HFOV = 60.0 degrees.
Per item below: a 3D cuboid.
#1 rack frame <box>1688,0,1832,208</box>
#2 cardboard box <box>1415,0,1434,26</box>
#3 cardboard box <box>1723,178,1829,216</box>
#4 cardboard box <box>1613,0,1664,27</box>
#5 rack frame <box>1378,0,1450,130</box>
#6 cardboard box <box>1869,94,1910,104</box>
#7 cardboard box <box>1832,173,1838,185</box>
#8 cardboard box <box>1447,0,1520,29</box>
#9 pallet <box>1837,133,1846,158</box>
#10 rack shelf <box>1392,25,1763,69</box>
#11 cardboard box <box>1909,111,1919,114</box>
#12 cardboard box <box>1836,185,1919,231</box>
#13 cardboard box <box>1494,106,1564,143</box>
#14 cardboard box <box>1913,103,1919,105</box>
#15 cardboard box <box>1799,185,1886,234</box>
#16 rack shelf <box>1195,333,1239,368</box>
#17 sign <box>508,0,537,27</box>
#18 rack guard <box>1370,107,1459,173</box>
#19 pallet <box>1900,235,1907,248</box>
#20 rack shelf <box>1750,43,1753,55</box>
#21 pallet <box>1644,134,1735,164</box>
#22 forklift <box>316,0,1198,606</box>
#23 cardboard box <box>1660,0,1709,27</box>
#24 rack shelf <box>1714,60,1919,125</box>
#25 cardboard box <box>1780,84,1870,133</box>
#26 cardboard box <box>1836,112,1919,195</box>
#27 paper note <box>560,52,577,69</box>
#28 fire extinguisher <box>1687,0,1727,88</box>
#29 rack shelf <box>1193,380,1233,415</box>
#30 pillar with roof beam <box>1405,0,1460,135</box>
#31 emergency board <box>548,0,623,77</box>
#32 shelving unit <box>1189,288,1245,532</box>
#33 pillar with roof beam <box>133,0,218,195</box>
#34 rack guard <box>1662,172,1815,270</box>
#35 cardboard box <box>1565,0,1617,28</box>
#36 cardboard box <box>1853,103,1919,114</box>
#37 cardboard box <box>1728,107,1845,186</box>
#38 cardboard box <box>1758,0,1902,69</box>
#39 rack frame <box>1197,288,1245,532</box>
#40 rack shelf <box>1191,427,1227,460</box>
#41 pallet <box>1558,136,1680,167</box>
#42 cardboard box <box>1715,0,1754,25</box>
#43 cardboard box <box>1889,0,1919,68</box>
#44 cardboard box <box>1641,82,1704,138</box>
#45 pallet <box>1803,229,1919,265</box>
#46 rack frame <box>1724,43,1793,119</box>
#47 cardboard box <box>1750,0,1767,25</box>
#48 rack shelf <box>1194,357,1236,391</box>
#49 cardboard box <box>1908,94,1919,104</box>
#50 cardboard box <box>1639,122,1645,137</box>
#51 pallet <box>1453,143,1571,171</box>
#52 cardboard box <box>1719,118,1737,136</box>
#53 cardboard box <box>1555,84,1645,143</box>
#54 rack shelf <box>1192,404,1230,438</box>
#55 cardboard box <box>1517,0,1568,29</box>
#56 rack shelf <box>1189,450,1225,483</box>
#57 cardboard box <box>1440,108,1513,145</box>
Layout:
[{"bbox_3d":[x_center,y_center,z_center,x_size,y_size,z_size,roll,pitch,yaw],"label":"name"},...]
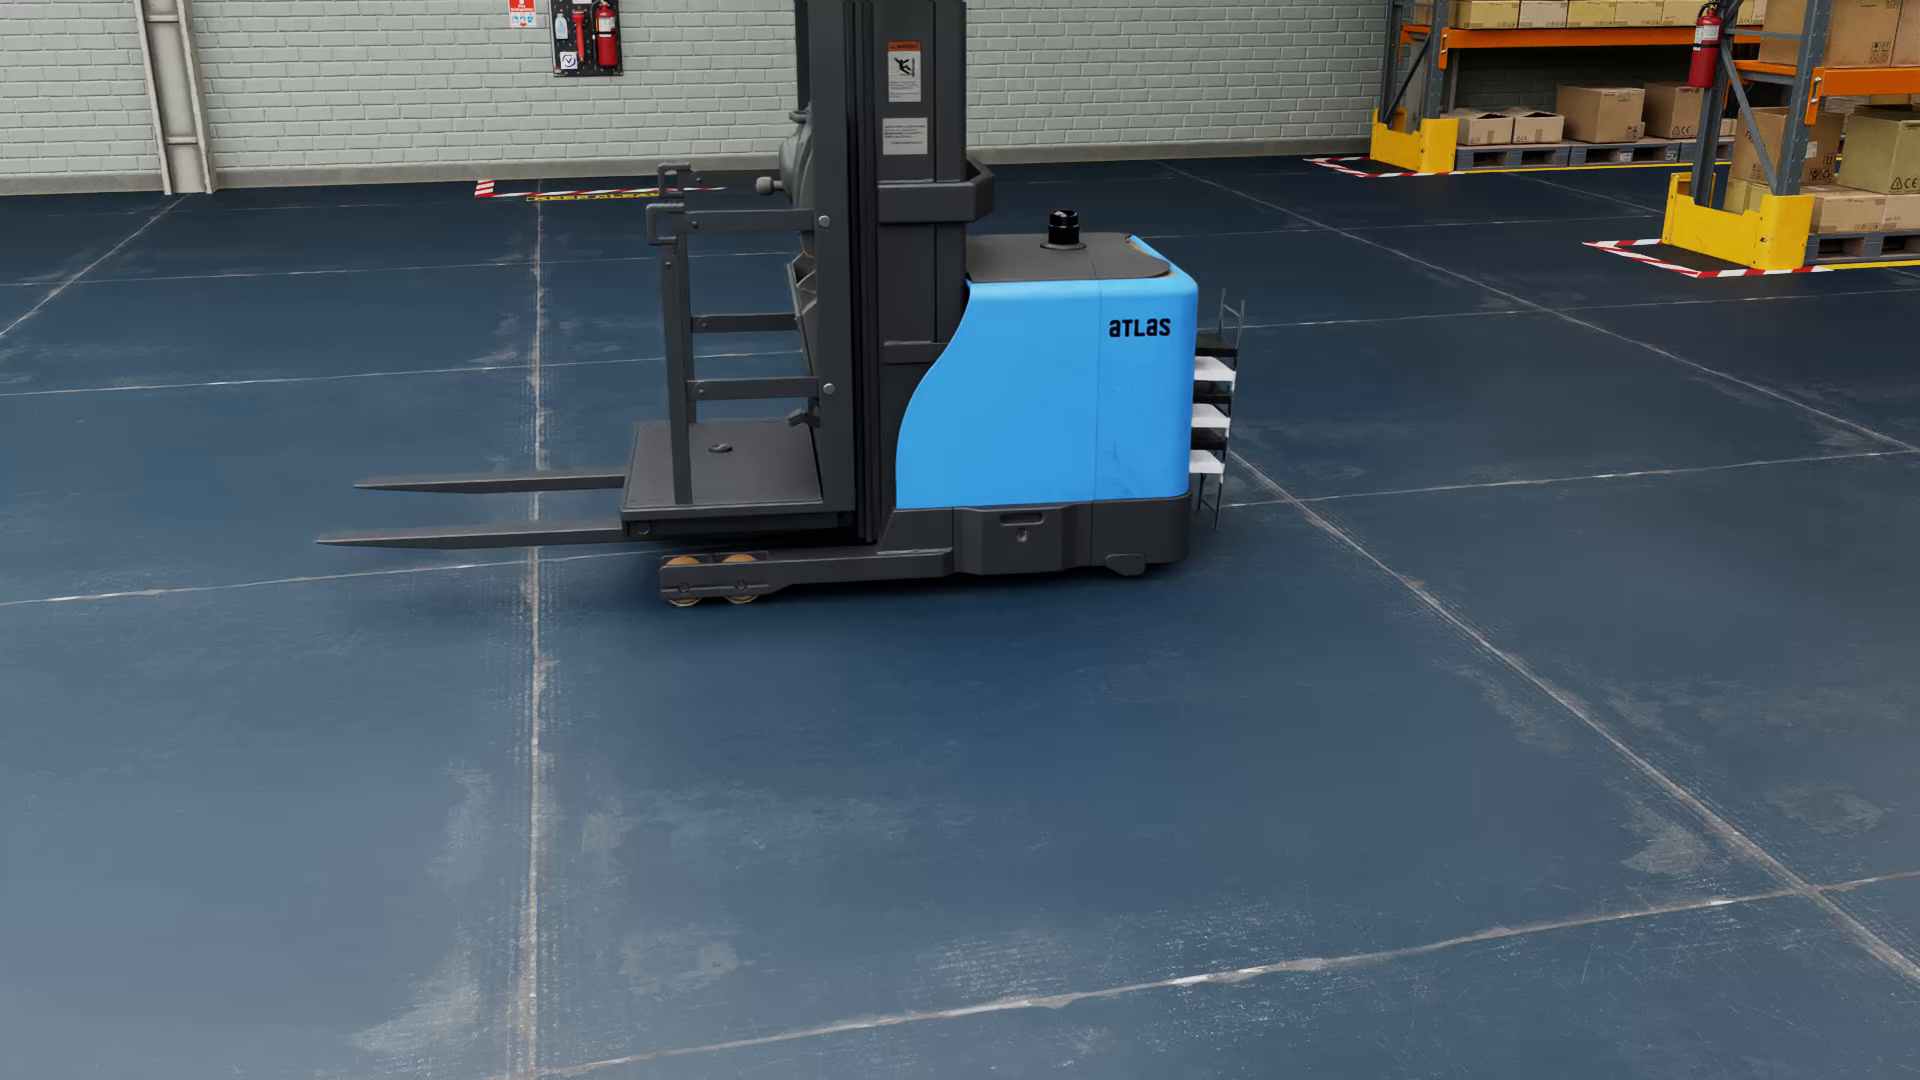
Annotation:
[{"bbox_3d":[5.520,-3.451,11.374,0.127,3.000,1.000,-5,21,-12],"label":"rack frame"},{"bbox_3d":[4.787,-5.150,16.201,0.500,0.250,0.500,-4,21,-12],"label":"cardboard box"},{"bbox_3d":[5.974,-2.498,12.161,0.500,0.250,0.500,-5,21,-12],"label":"cardboard box"},{"bbox_3d":[6.416,-5.104,16.075,0.500,0.250,0.500,-4,21,-12],"label":"cardboard box"},{"bbox_3d":[4.377,-5.109,15.900,0.127,3.000,1.000,-5,21,-12],"label":"rack frame"},{"bbox_3d":[9.473,-4.580,17.450,0.500,0.500,0.700,-5,21,-14],"label":"cardboard box"},{"bbox_3d":[6.458,-2.542,12.280,0.500,0.250,0.500,-5,21,-12],"label":"cardboard box"},{"bbox_3d":[4.925,-4.980,15.738,0.500,0.250,0.500,-5,21,-14],"label":"cardboard box"},{"bbox_3d":[9.027,-4.178,17.414,1.213,0.211,1.003,-5,21,-12],"label":"pallet"},{"bbox_3d":[6.323,-4.929,16.456,4.000,0.370,1.077,-5,21,-12],"label":"rack shelf"},{"bbox_3d":[7.063,-2.761,11.788,0.500,0.500,0.500,-5,21,-12],"label":"cardboard box"},{"bbox_3d":[6.579,-2.366,11.799,0.500,0.250,0.500,-5,21,-12],"label":"cardboard box"},{"bbox_3d":[5.626,-4.123,16.477,0.500,0.311,0.500,-3,20,-8],"label":"cardboard box"},{"bbox_3d":[7.430,-2.974,12.370,0.500,0.500,0.500,-5,21,-12],"label":"cardboard box"},{"bbox_3d":[6.093,-2.325,11.688,0.500,0.250,0.500,-5,21,-12],"label":"cardboard box"},{"bbox_3d":[0.911,-0.719,6.263,0.200,0.077,0.258,0,20,-11],"label":"rack shelf"},{"bbox_3d":[-3.956,-4.803,15.015,0.234,0.329,0.001,-5,21,-12],"label":"sign"},{"bbox_3d":[4.451,-3.941,16.346,0.348,0.500,1.175,-5,21,-12],"label":"rack guard"},{"bbox_3d":[7.440,-2.311,12.318,1.213,0.211,1.003,-5,21,-12],"label":"pallet"},{"bbox_3d":[10.216,-5.246,17.320,4.000,0.370,1.077,-5,21,-12],"label":"rack shelf"},{"bbox_3d":[7.624,-4.051,17.067,1.213,0.211,1.003,-5,21,-12],"label":"pallet"},{"bbox_3d":[-0.734,-1.343,5.719,3.031,2.935,1.130,-3,20,-7],"label":"forklift"},{"bbox_3d":[6.906,-5.144,16.184,0.500,0.250,0.500,-5,21,-13],"label":"cardboard box"},{"bbox_3d":[7.467,-3.271,11.930,4.000,0.370,1.077,-5,21,-12],"label":"rack shelf"},{"bbox_3d":[8.982,-4.522,17.293,0.500,0.500,0.700,-4,20,-11],"label":"cardboard box"},{"bbox_3d":[6.580,-2.717,11.668,0.500,0.500,0.500,-5,21,-12],"label":"cardboard box"},{"bbox_3d":[-3.582,-4.391,15.223,0.142,0.148,0.016,-5,21,-12],"label":"paper note"},{"bbox_3d":[5.298,-3.561,11.786,0.183,0.674,0.296,-5,21,-12],"label":"fire extinguisher"},{"bbox_3d":[0.899,-0.549,6.323,0.200,0.077,0.258,0,20,-11],"label":"rack shelf"},{"bbox_3d":[5.850,-6.830,11.876,0.400,9.000,9.100,-5,21,-12],"label":"pillar with roof beam"},{"bbox_3d":[-3.394,-4.796,15.046,0.643,1.169,0.194,-5,21,-12],"label":"emergency board"},{"bbox_3d":[0.896,-0.496,6.342,0.210,0.900,0.258,0,20,-11],"label":"shelving unit"},{"bbox_3d":[-5.828,-5.880,9.283,0.400,9.000,9.100,-5,21,-12],"label":"pillar with roof beam"},{"bbox_3d":[5.497,-2.275,11.799,0.348,0.500,1.175,-5,21,-12],"label":"rack guard"},{"bbox_3d":[5.924,-5.064,15.968,0.500,0.250,0.500,-5,21,-13],"label":"cardboard box"},{"bbox_3d":[6.944,-2.935,12.263,0.500,0.500,0.500,-5,21,-12],"label":"cardboard box"},{"bbox_3d":[5.974,-2.851,12.034,0.500,0.500,0.500,-5,21,-12],"label":"cardboard box"},{"bbox_3d":[5.978,-3.530,11.446,0.500,0.500,0.700,-5,21,-12],"label":"cardboard box"},{"bbox_3d":[0.995,-0.496,6.360,0.006,0.900,0.240,0,20,-11],"label":"rack frame"},{"bbox_3d":[0.888,-0.380,6.383,0.200,0.077,0.258,0,20,-11],"label":"rack shelf"},{"bbox_3d":[6.434,-3.953,16.800,1.213,0.211,1.003,-5,21,-12],"label":"pallet"},{"bbox_3d":[7.391,-5.189,16.307,0.500,0.250,0.500,-5,21,-12],"label":"cardboard box"},{"bbox_3d":[6.488,-3.574,11.564,0.500,0.500,0.700,-4,21,-11],"label":"cardboard box"},{"bbox_3d":[7.269,-4.363,16.858,0.500,0.500,0.500,-6,21,-17],"label":"cardboard box"},{"bbox_3d":[6.255,-2.216,12.057,1.213,0.211,1.003,-5,21,-12],"label":"pallet"},{"bbox_3d":[8.269,-5.425,16.764,0.127,3.000,1.000,-5,21,-12],"label":"rack frame"},{"bbox_3d":[7.878,-5.225,16.407,0.500,0.250,0.500,-5,21,-12],"label":"cardboard box"},{"bbox_3d":[0.905,-0.634,6.293,0.200,0.077,0.258,0,20,-11],"label":"rack shelf"},{"bbox_3d":[9.979,-4.607,17.524,0.500,0.500,0.700,-4,21,-12],"label":"cardboard box"},{"bbox_3d":[6.708,-4.173,16.852,0.250,0.149,0.380,-6,21,-17],"label":"cardboard box"},{"bbox_3d":[5.249,-3.858,16.539,1.213,0.211,1.003,-5,21,-12],"label":"pallet"},{"bbox_3d":[7.756,-4.249,17.033,0.250,0.166,0.380,-7,21,-20],"label":"cardboard box"},{"bbox_3d":[6.351,-4.253,16.558,0.500,0.500,0.700,-6,21,-16],"label":"cardboard box"},{"bbox_3d":[0.893,-0.465,6.353,0.200,0.077,0.258,0,20,-11],"label":"rack shelf"},{"bbox_3d":[5.427,-5.026,15.863,0.500,0.250,0.500,-5,21,-14],"label":"cardboard box"},{"bbox_3d":[0.882,-0.295,6.413,0.200,0.077,0.258,0,20,-11],"label":"rack shelf"},{"bbox_3d":[5.071,-4.077,16.354,0.500,0.311,0.500,-7,21,-19],"label":"cardboard box"}]
